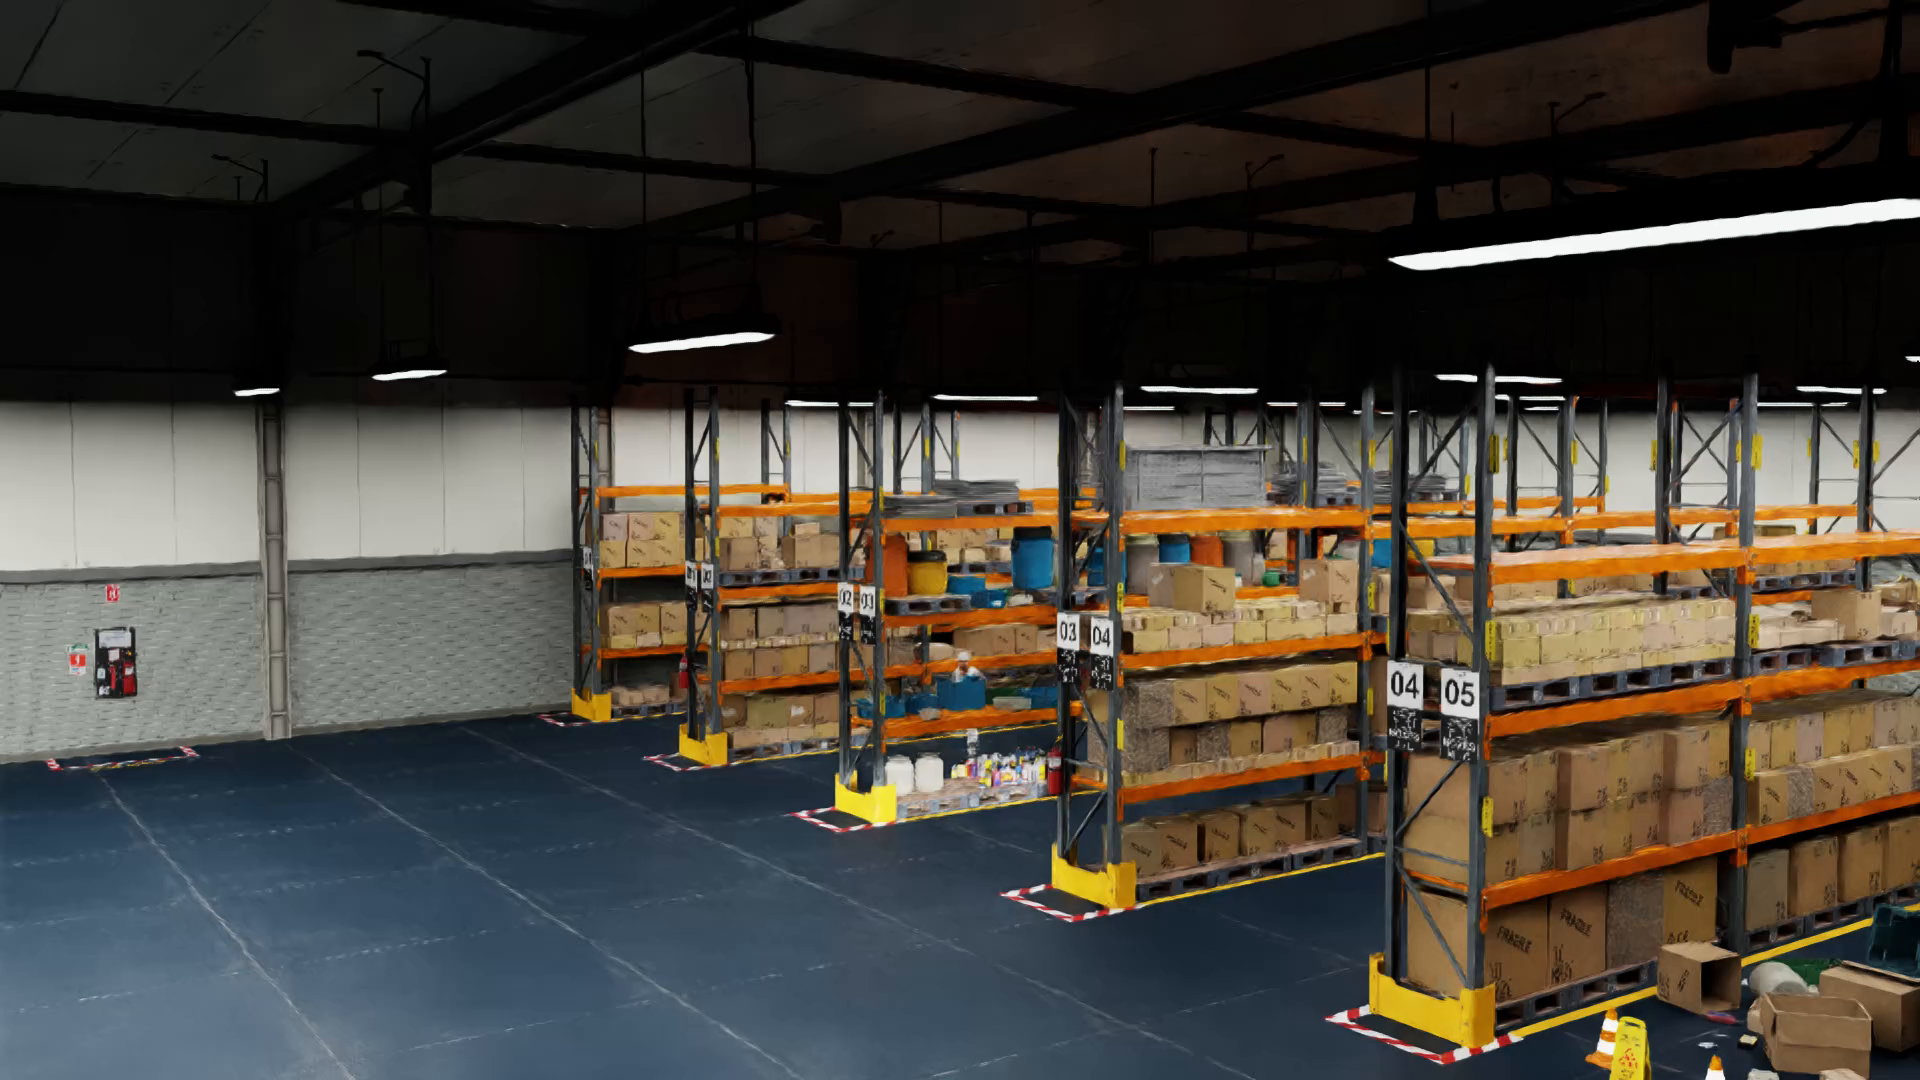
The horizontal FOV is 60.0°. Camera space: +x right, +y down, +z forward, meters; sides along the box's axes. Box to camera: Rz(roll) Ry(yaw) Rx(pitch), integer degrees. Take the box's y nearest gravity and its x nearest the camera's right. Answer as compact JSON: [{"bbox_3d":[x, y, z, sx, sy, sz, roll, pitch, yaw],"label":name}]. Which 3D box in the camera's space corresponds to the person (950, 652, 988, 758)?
[{"bbox_3d":[0.153,2.662,27.149,0.686,1.716,0.838,3,4,40],"label":"person"}]
